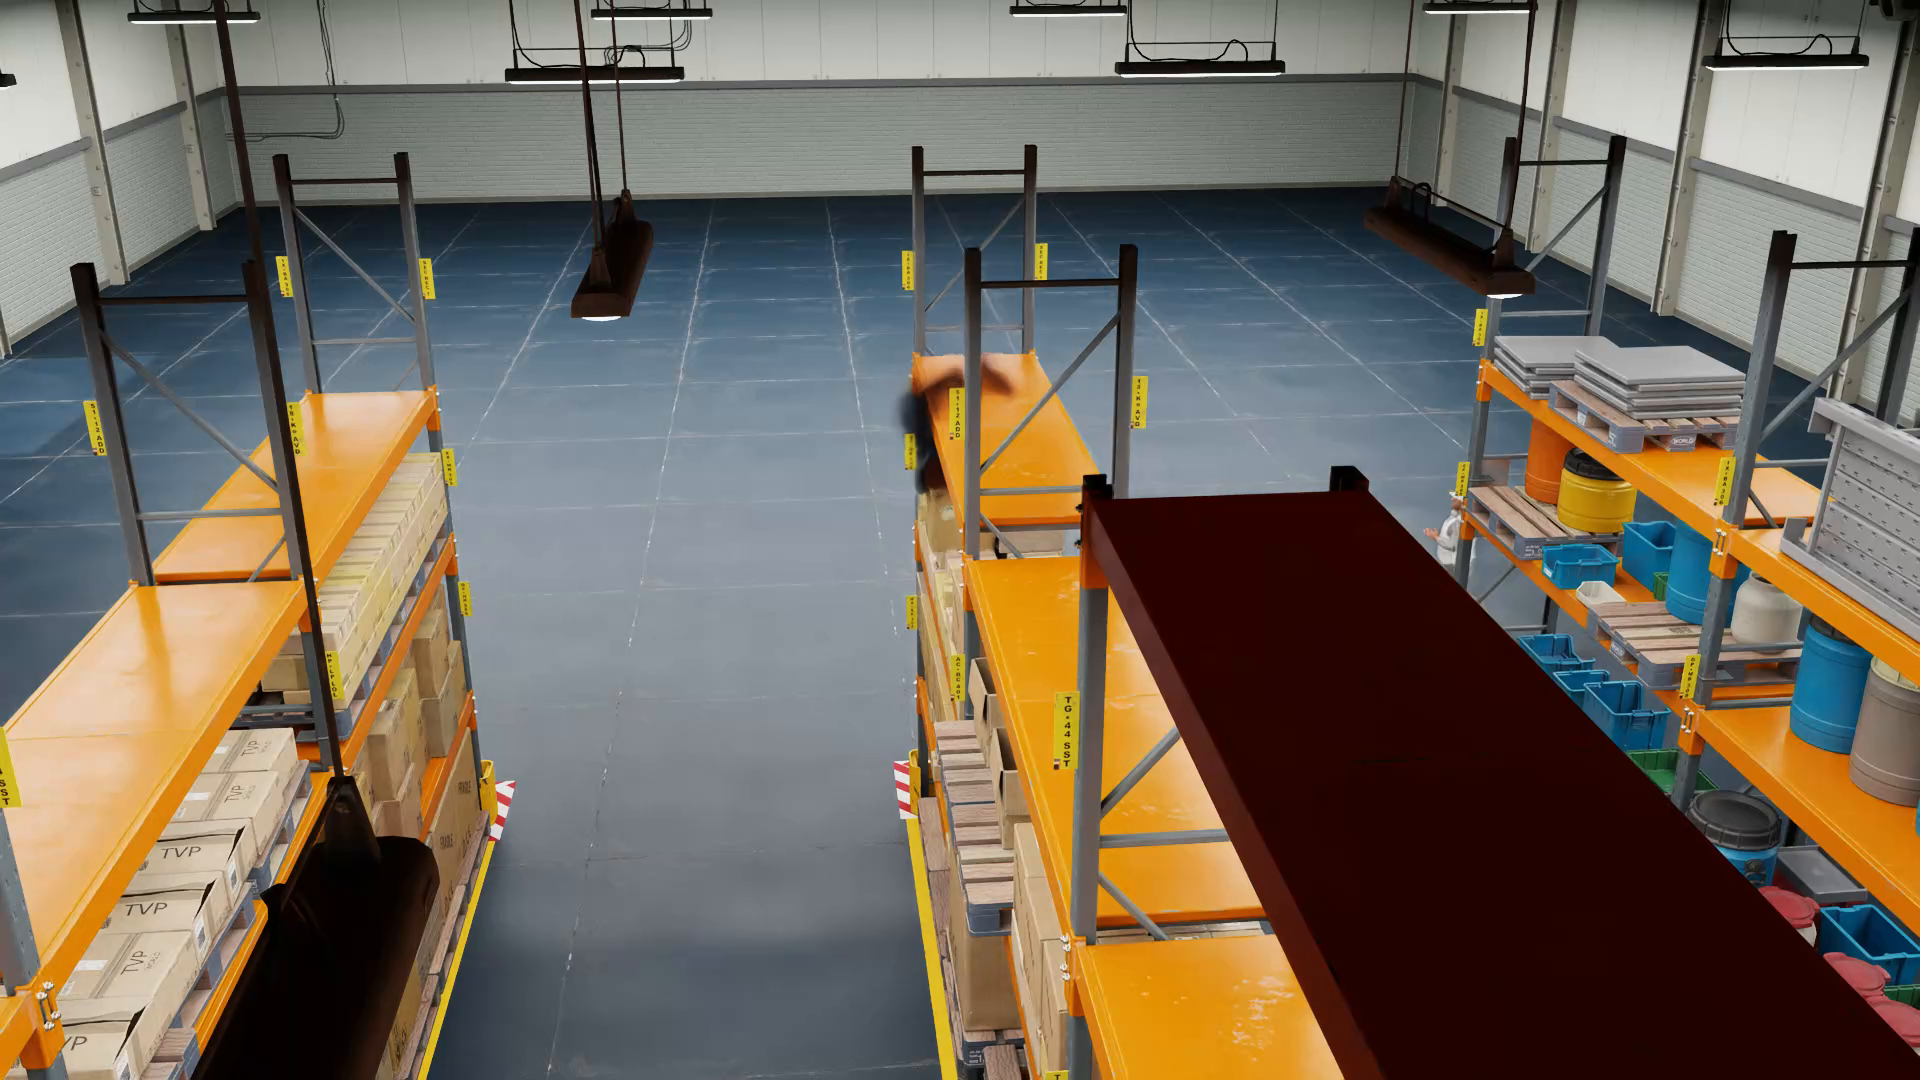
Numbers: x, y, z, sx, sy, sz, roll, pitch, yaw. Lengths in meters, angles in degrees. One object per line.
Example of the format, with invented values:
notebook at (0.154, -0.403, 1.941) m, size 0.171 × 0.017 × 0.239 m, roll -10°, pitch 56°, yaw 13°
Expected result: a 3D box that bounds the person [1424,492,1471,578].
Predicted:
person at (5.522, 0.237, 18.574) m, size 0.940 × 1.779 × 0.650 m, roll 6°, pitch 22°, yaw 15°
